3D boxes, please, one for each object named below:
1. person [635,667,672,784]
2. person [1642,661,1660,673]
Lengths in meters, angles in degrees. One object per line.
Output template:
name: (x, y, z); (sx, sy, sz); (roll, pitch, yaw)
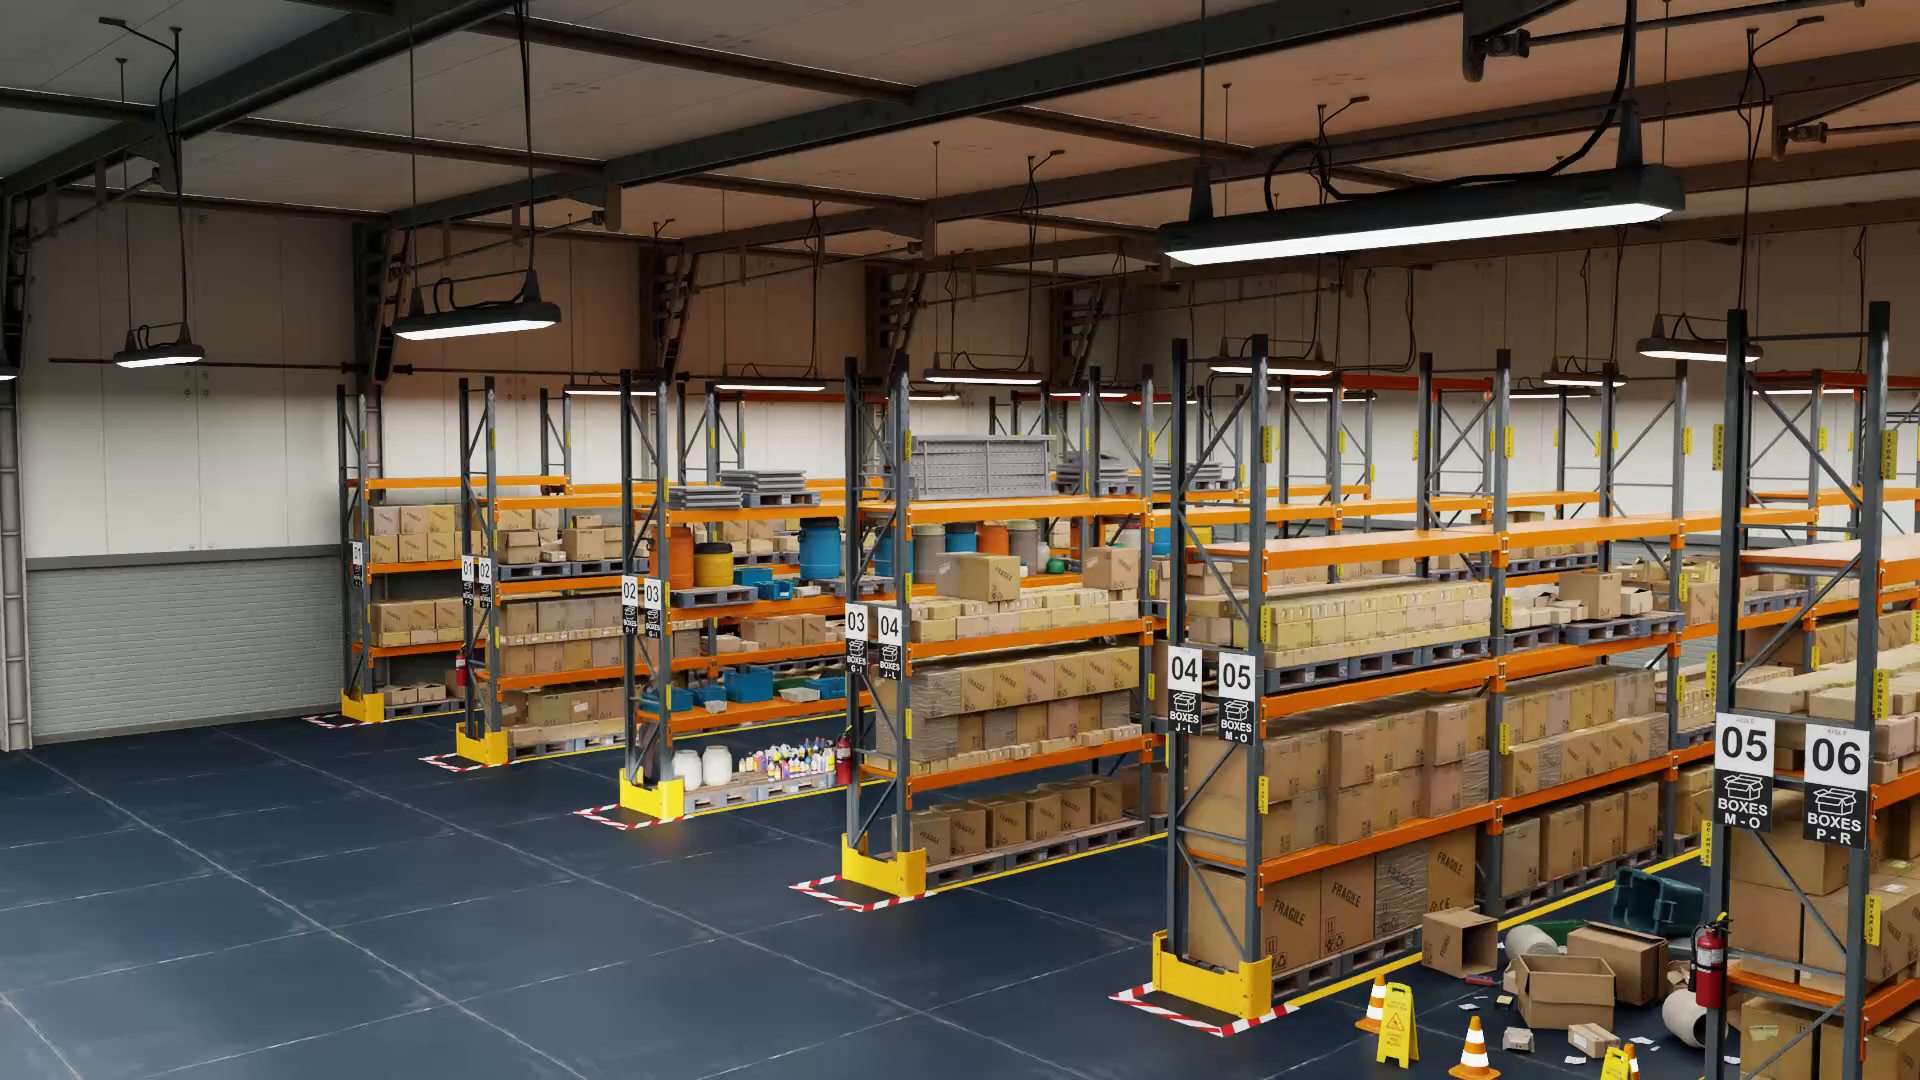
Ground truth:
person: (-4.517, 2.708, 24.511); (0.663, 1.683, 0.832); (3, 5, 36)
person: (10.130, 2.653, 24.429); (0.970, 1.758, 0.656); (-3, 5, -41)
